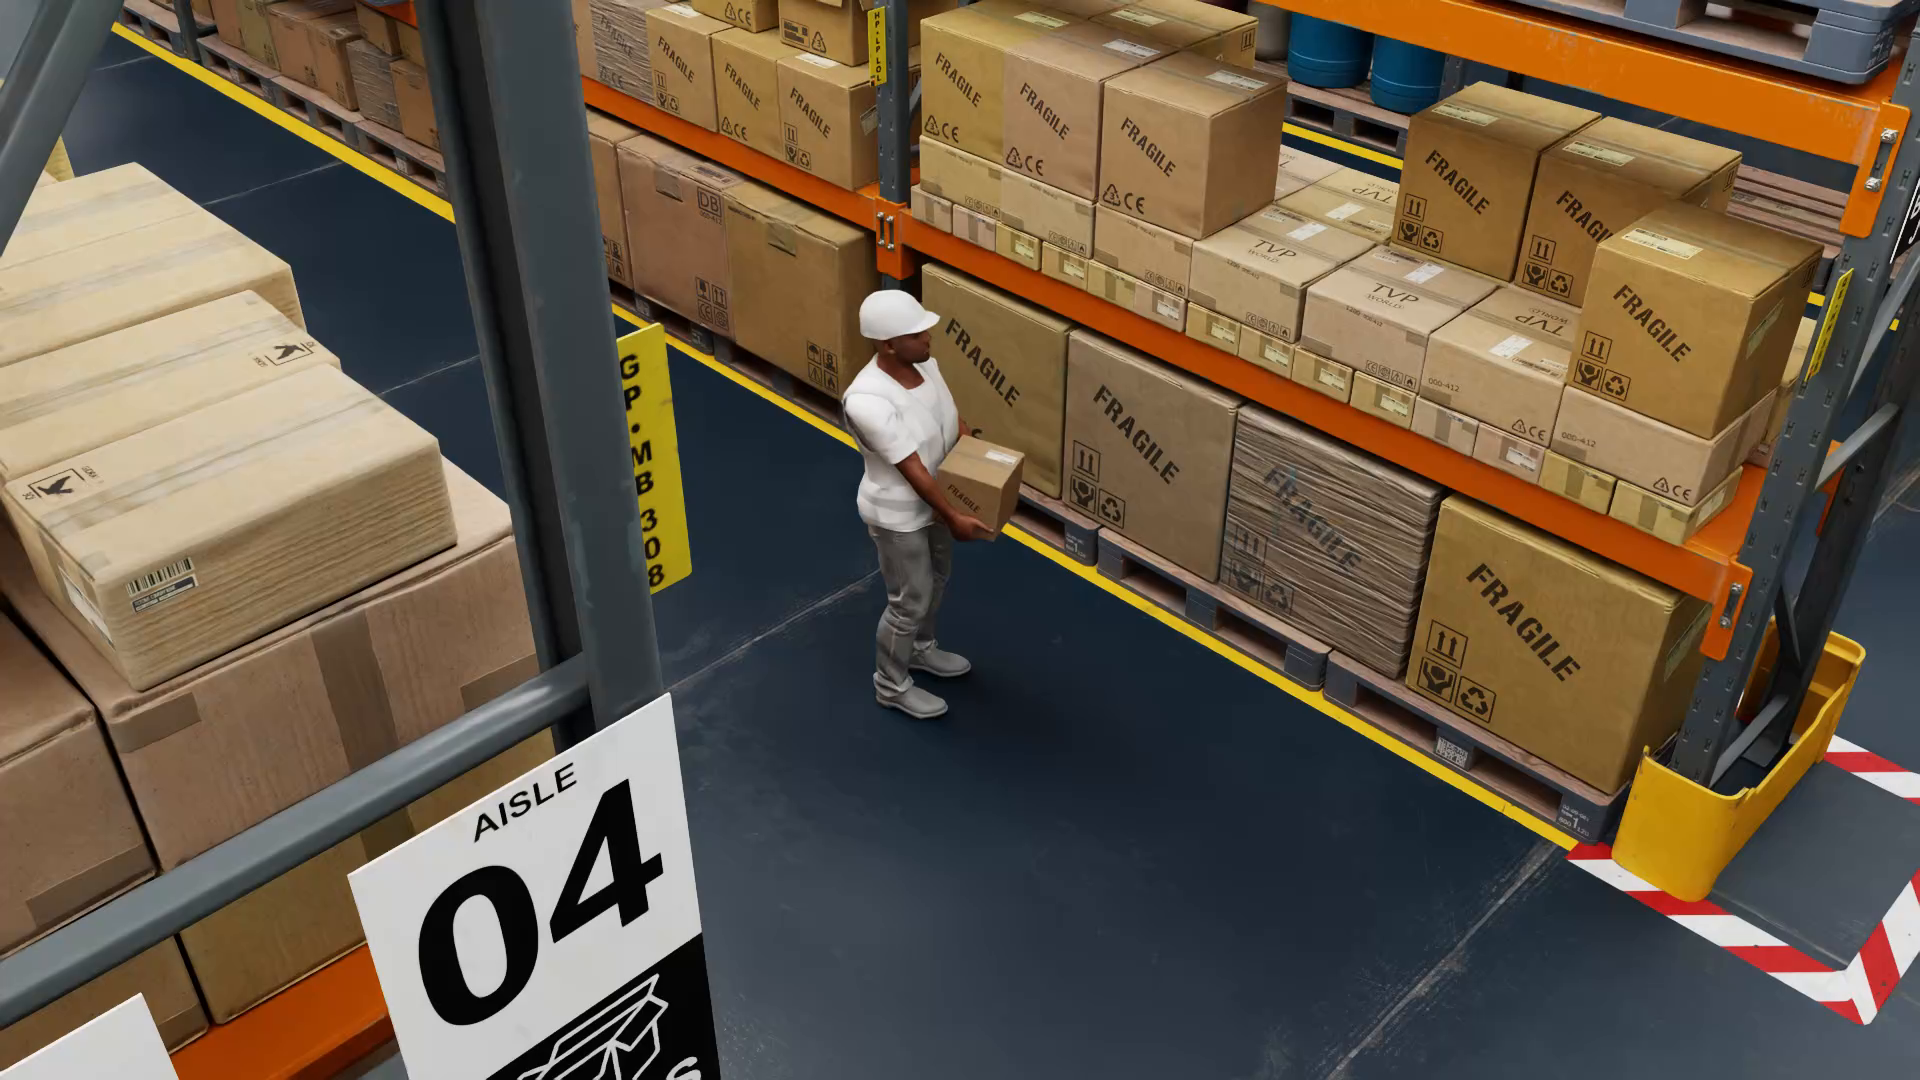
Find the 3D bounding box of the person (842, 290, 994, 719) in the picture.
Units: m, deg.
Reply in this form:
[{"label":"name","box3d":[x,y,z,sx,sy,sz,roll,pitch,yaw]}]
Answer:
[{"label":"person","box3d":[-0.095,-0.115,6.295,0.586,1.758,0.503,13,37,17]}]
